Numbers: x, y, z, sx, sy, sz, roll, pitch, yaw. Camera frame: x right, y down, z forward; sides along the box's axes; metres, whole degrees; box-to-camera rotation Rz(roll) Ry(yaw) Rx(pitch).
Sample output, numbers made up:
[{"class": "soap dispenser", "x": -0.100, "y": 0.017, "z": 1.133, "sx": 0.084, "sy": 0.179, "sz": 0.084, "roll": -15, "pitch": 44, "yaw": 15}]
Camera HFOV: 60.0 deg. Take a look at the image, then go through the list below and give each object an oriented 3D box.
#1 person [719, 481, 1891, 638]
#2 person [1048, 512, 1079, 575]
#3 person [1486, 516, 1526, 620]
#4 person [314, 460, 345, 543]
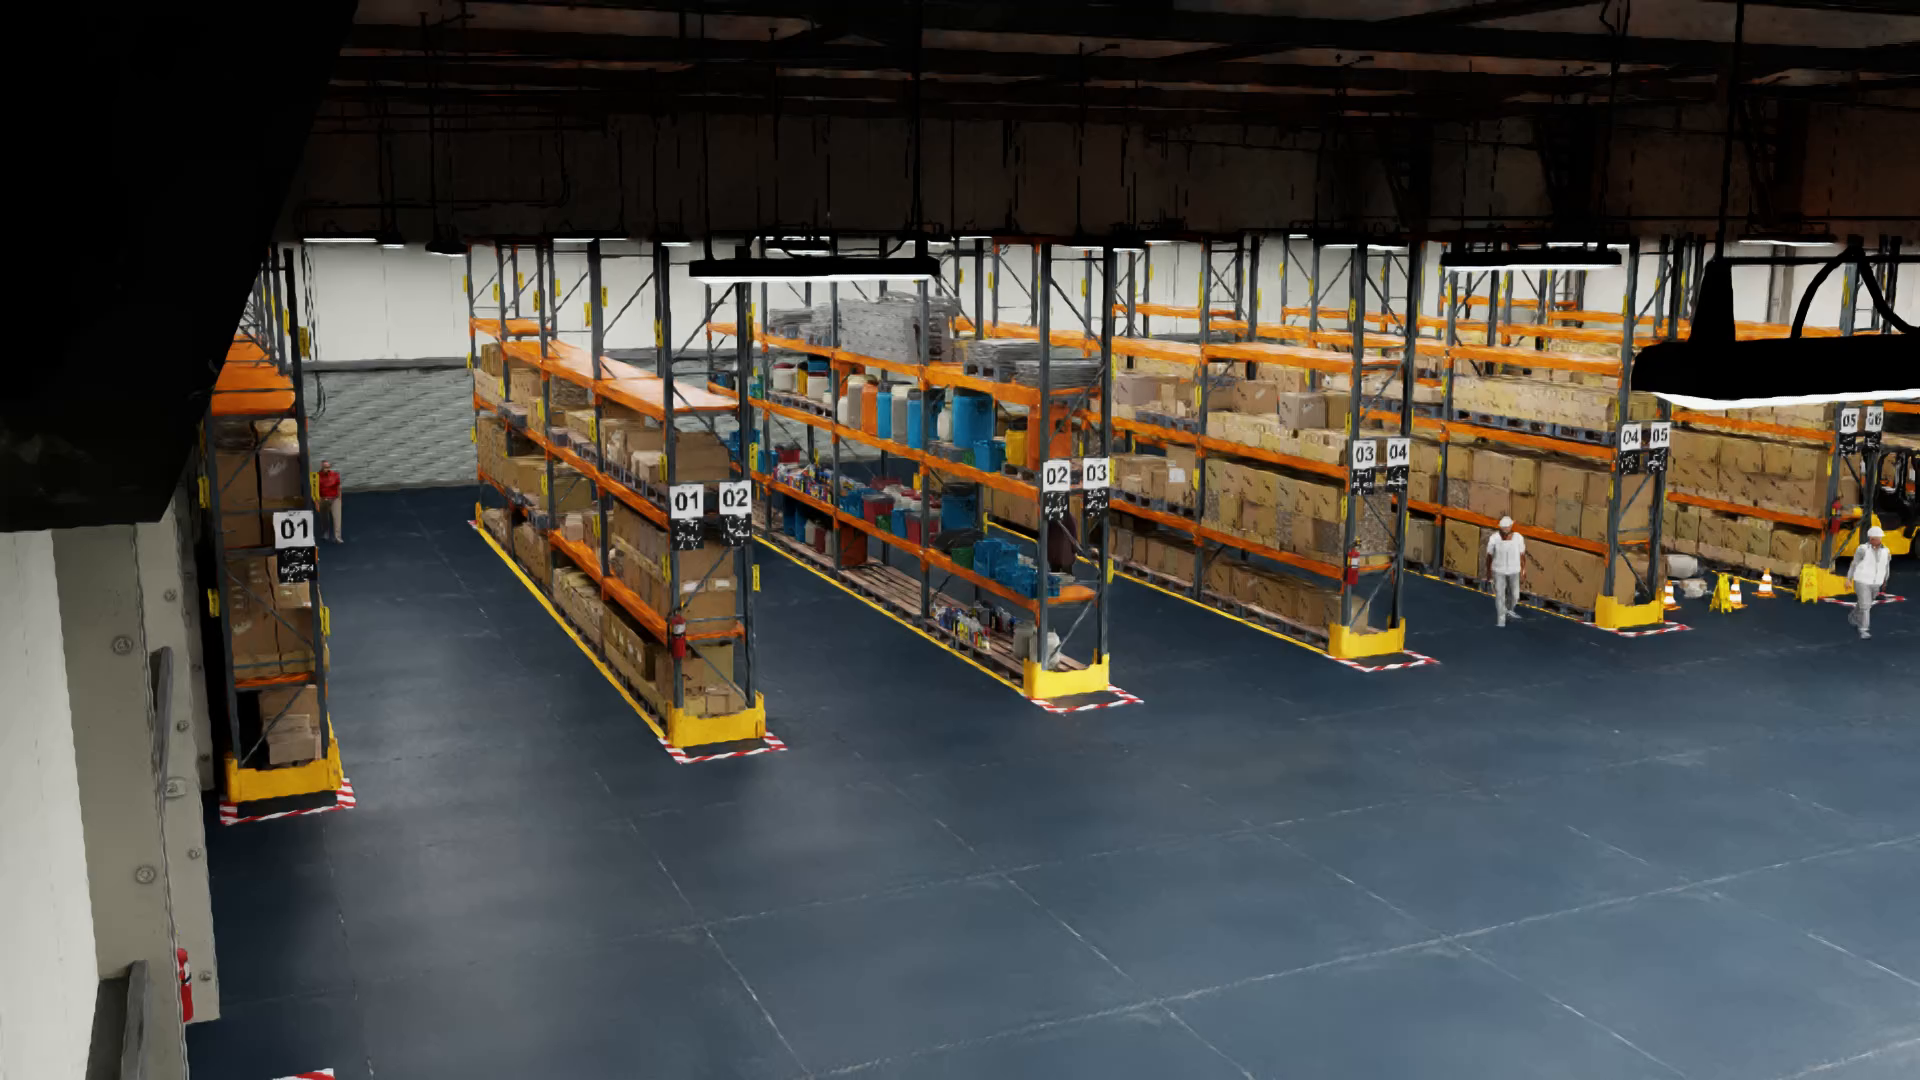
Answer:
[{"class": "person", "x": 5.643, "y": 0.337, "z": 23.043, "sx": 17.385, "sy": 3.192, "sz": 4.638, "roll": -1, "pitch": 11, "yaw": -4}, {"class": "person", "x": 1.589, "y": 0.103, "z": 26.204, "sx": 0.652, "sy": 1.704, "sz": 0.380, "roll": 9, "pitch": 14, "yaw": 39}, {"class": "person", "x": 8.571, "y": 0.443, "z": 26.107, "sx": 0.611, "sy": 1.692, "sz": 0.566, "roll": 2, "pitch": 11, "yaw": 11}, {"class": "person", "x": -12.437, "y": -0.774, "z": 32.710, "sx": 0.542, "sy": 1.645, "sz": 1.126, "roll": -4, "pitch": 12, "yaw": -21}]
